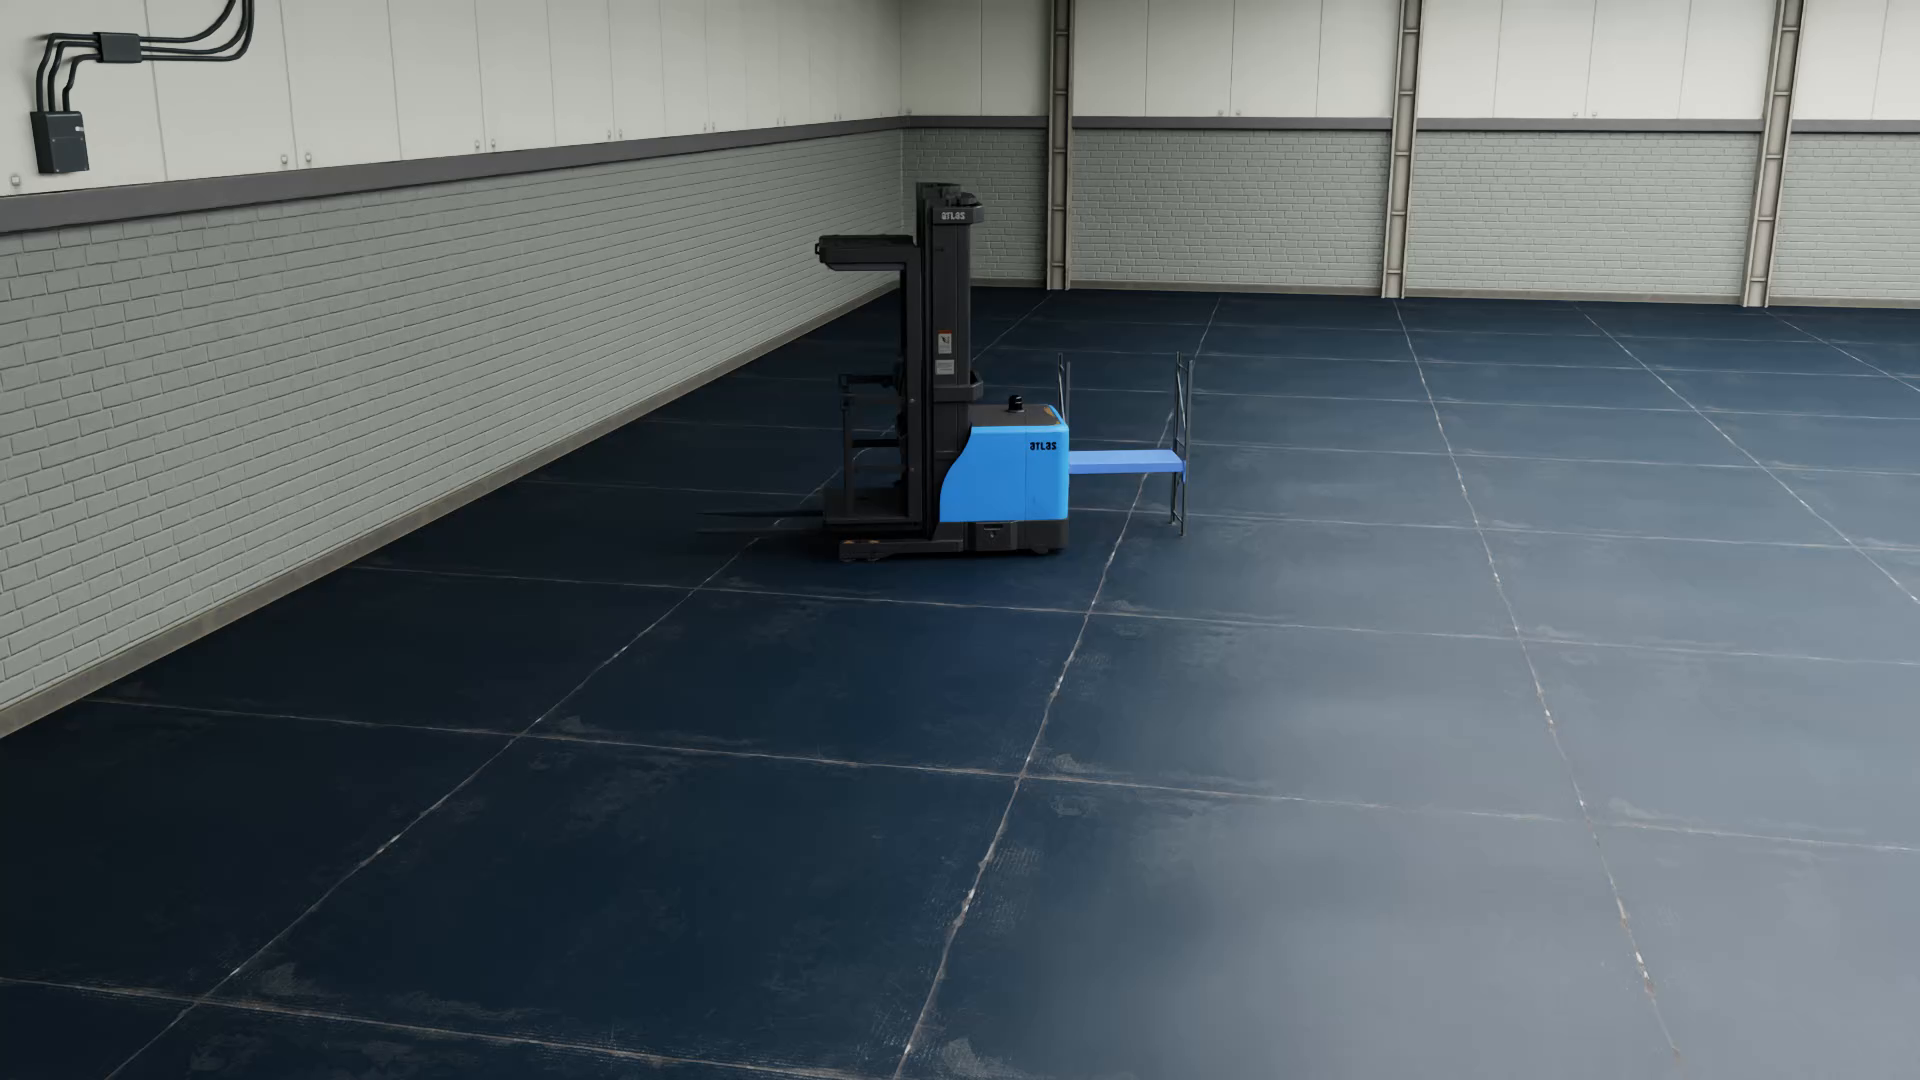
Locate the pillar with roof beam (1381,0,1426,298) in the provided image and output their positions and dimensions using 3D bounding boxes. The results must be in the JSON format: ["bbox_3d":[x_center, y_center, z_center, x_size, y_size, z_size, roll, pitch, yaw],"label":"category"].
[{"bbox_3d":[6.843,-7.539,24.353,0.400,9.000,9.100,3,16,11],"label":"pillar with roof beam"}]

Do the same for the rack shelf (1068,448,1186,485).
[{"bbox_3d":[1.370,-0.629,14.127,1.000,0.185,0.538,-1,16,-5],"label":"rack shelf"}]

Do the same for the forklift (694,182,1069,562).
[{"bbox_3d":[-0.657,-1.384,13.497,3.031,2.935,1.130,-1,16,-5],"label":"forklift"}]

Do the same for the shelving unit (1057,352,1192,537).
[{"bbox_3d":[1.370,-0.802,14.079,1.048,1.500,0.538,-1,16,-5],"label":"shelving unit"}]

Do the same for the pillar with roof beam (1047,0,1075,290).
[{"bbox_3d":[0.963,-7.859,25.505,0.400,9.000,9.100,3,16,11],"label":"pillar with roof beam"}]

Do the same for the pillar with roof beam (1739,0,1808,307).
[{"bbox_3d":[12.723,-7.220,23.200,0.400,9.000,9.100,3,16,11],"label":"pillar with roof beam"}]

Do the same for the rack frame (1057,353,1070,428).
[{"bbox_3d":[0.864,-0.791,14.039,0.032,1.500,0.500,-1,16,-5],"label":"rack frame"}]

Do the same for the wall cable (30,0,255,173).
[{"bbox_3d":[-5.172,-5.369,10.145,0.169,6.003,2.305,3,16,11],"label":"wall cable"}]

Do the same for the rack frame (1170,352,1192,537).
[{"bbox_3d":[1.877,-0.813,14.119,0.032,1.500,0.500,-1,16,-5],"label":"rack frame"}]
